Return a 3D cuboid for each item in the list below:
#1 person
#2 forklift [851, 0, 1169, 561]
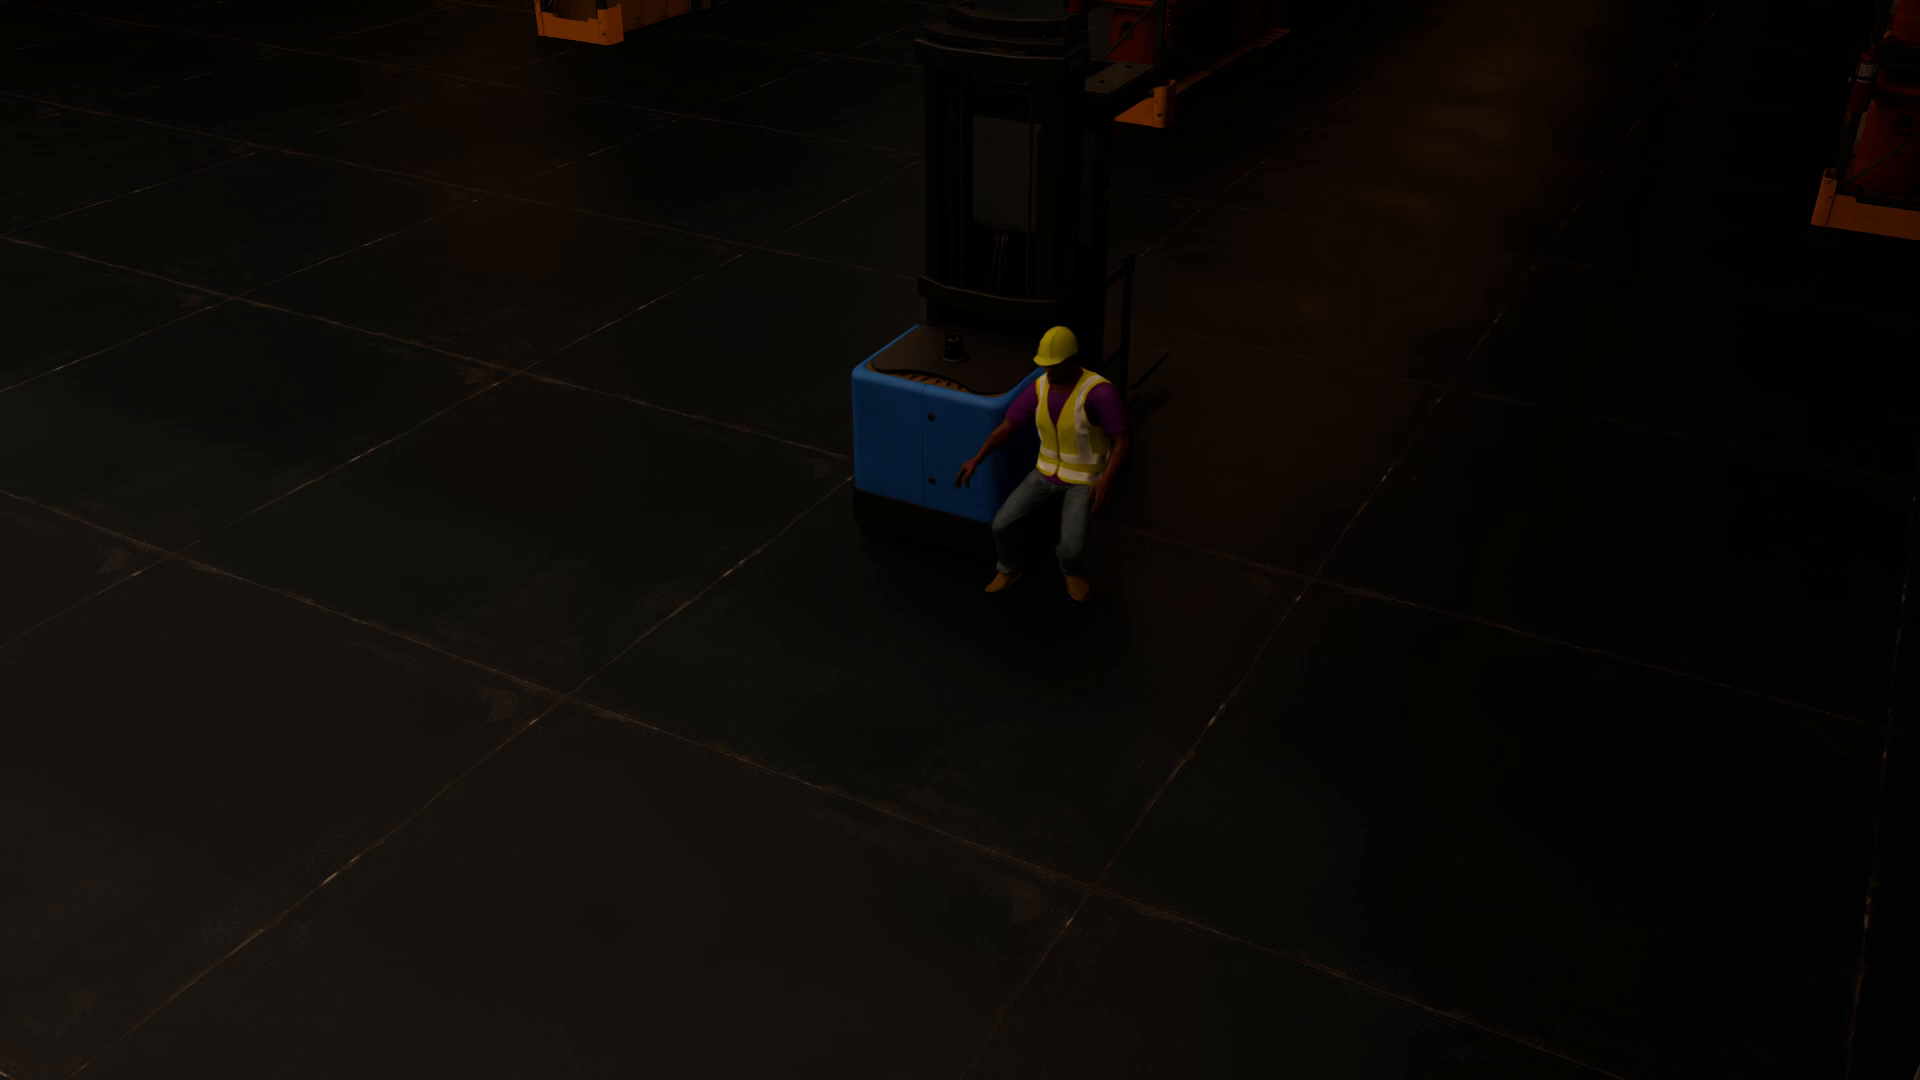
[{"bbox_3d":[0.483,-0.334,9.010,0.863,1.659,0.654,23,37,34],"label":"person"},{"bbox_3d":[0.494,-1.859,10.291,1.130,2.935,3.031,15,33,24],"label":"forklift"}]
